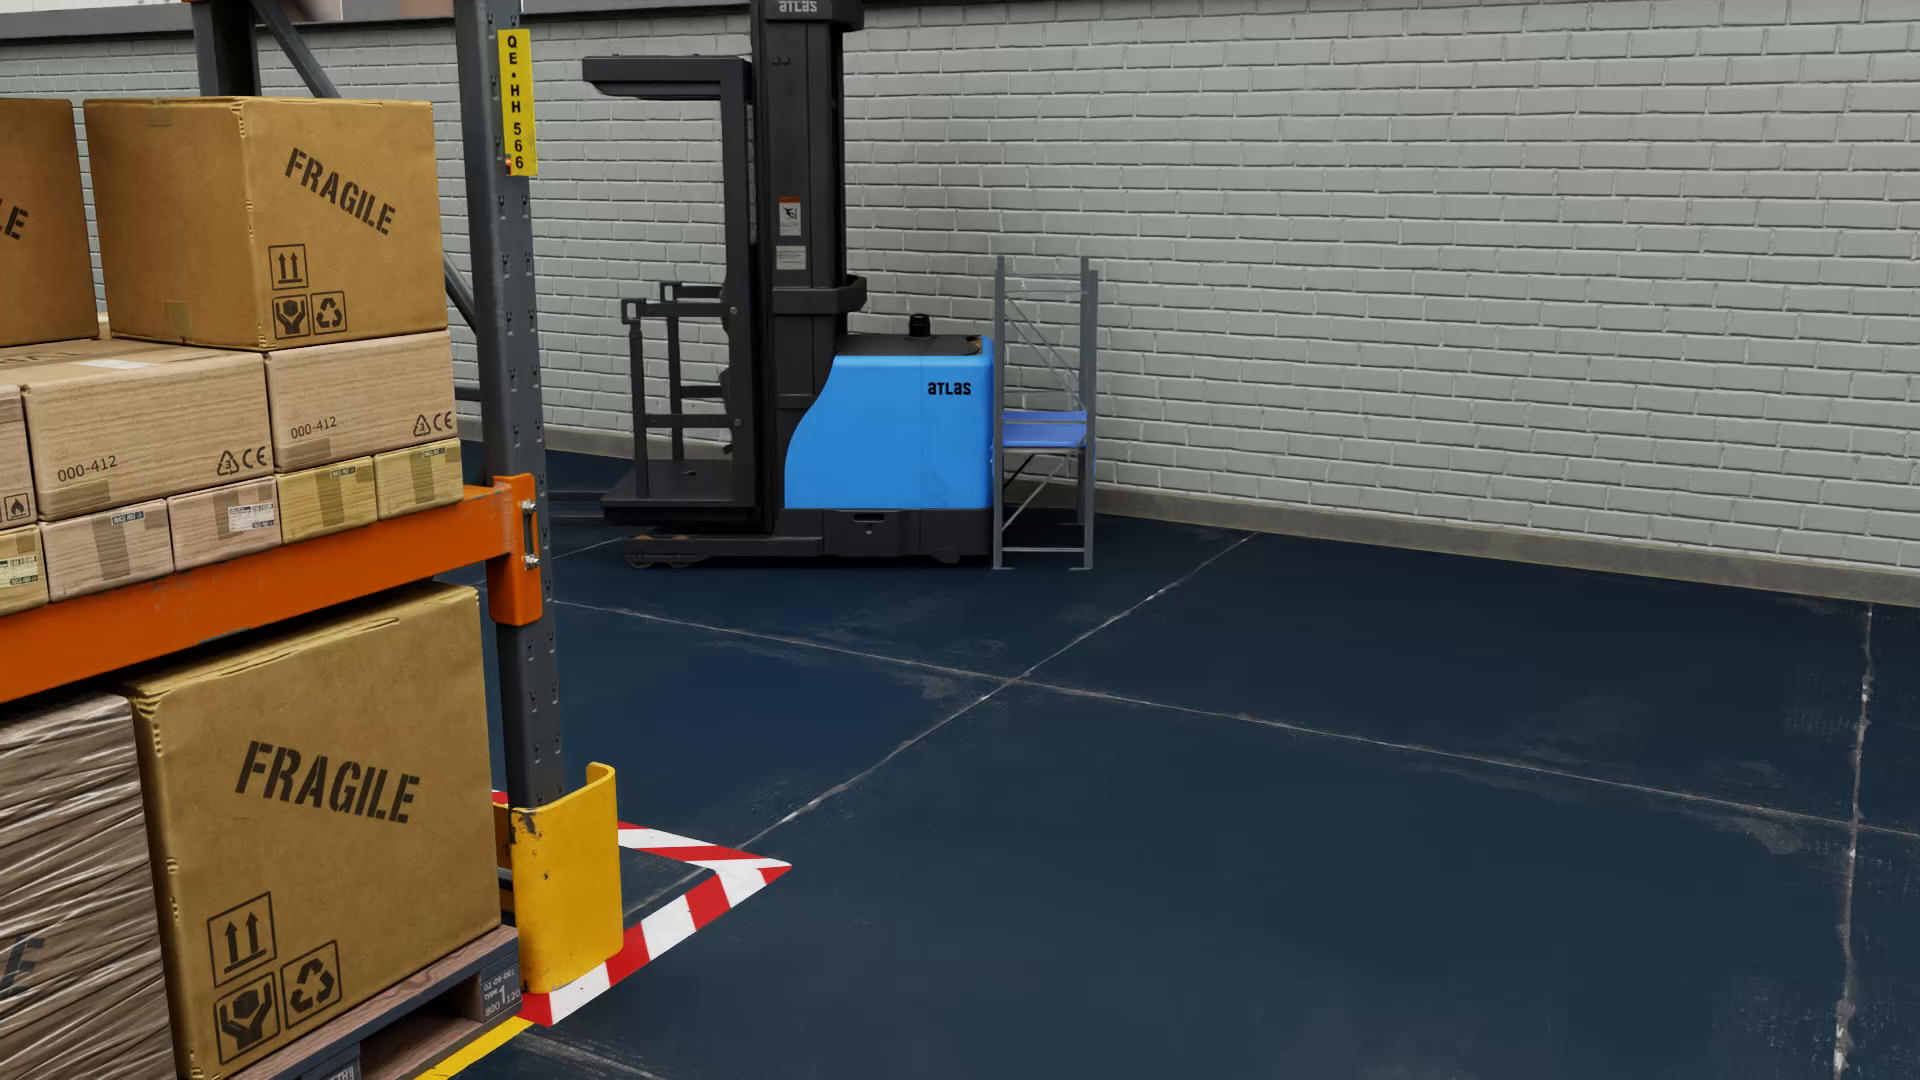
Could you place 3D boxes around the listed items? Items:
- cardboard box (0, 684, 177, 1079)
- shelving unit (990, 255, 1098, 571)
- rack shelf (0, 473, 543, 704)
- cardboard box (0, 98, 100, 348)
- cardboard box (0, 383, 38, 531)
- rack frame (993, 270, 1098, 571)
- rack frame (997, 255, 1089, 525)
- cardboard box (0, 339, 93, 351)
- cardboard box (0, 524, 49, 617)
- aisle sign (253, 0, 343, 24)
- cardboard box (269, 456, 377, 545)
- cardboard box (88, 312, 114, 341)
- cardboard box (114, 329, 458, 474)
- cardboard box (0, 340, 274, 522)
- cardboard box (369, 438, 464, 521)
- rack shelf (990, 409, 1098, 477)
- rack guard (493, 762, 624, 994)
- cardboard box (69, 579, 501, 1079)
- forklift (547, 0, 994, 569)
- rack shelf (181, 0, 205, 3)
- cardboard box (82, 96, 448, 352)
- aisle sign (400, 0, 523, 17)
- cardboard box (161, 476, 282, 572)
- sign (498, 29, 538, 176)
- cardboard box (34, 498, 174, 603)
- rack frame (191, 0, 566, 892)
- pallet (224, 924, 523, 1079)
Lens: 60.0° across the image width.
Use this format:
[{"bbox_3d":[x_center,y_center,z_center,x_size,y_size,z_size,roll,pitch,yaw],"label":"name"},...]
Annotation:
[{"bbox_3d":[-2.169,0.763,3.105,0.875,0.875,0.875,7,15,28],"label":"cardboard box"},{"bbox_3d":[0.435,-0.699,8.731,0.538,1.500,1.048,0,14,2],"label":"shelving unit"},{"bbox_3d":[-2.457,0.367,2.645,1.077,0.370,4.000,7,15,28],"label":"rack shelf"},{"bbox_3d":[-2.200,-0.658,3.450,0.500,0.500,0.500,7,15,27],"label":"cardboard box"},{"bbox_3d":[-1.983,-0.126,2.843,0.500,0.250,0.500,7,15,26],"label":"cardboard box"},{"bbox_3d":[0.419,-0.579,8.237,0.500,1.500,0.032,0,14,2],"label":"rack frame"},{"bbox_3d":[0.452,-0.818,9.225,0.500,1.500,0.032,0,14,2],"label":"rack frame"},{"bbox_3d":[-2.204,-0.289,3.518,0.500,0.250,0.500,7,15,27],"label":"cardboard box"},{"bbox_3d":[-1.866,0.049,2.964,0.380,0.149,0.250,7,15,27],"label":"cardboard box"},{"bbox_3d":[-1.718,-1.705,4.160,0.394,0.787,0.004,7,15,28],"label":"aisle sign"},{"bbox_3d":[-1.498,-0.107,3.612,0.380,0.149,0.250,8,15,29],"label":"cardboard box"},{"bbox_3d":[-1.958,-0.397,3.963,0.500,0.250,0.500,7,15,27],"label":"cardboard box"},{"bbox_3d":[-1.492,-0.335,3.708,0.500,0.250,0.500,7,15,27],"label":"cardboard box"},{"bbox_3d":[-1.738,-0.231,3.277,0.500,0.250,0.500,7,15,27],"label":"cardboard box"},{"bbox_3d":[-1.374,-0.160,3.834,0.380,0.149,0.250,8,16,29],"label":"cardboard box"},{"bbox_3d":[0.435,-0.524,8.773,0.538,0.185,1.000,0,14,2],"label":"rack shelf"},{"bbox_3d":[-1.478,0.818,4.576,1.175,0.500,0.348,7,15,28],"label":"rack guard"},{"bbox_3d":[-1.729,0.576,3.880,0.875,0.875,0.875,7,15,28],"label":"cardboard box"},{"bbox_3d":[-1.326,-1.404,8.602,3.031,2.935,1.130,0,14,1],"label":"forklift"},{"bbox_3d":[-2.457,-1.091,2.293,1.077,0.370,4.000,7,15,28],"label":"rack shelf"},{"bbox_3d":[-1.495,-0.699,3.619,0.500,0.500,0.500,8,16,29],"label":"cardboard box"},{"bbox_3d":[-1.192,-1.637,3.878,0.394,0.787,0.004,7,15,28],"label":"aisle sign"},{"bbox_3d":[-1.621,-0.055,3.398,0.380,0.149,0.250,7,15,28],"label":"cardboard box"},{"bbox_3d":[-1.022,-1.006,3.832,0.100,0.325,0.005,7,15,28],"label":"sign"},{"bbox_3d":[-1.742,-0.004,3.186,0.380,0.149,0.250,8,16,29],"label":"cardboard box"},{"bbox_3d":[-1.490,-0.393,4.262,1.000,3.000,0.127,7,15,28],"label":"rack frame"},{"bbox_3d":[-1.808,1.136,3.872,1.003,0.211,1.213,7,15,28],"label":"pallet"}]
